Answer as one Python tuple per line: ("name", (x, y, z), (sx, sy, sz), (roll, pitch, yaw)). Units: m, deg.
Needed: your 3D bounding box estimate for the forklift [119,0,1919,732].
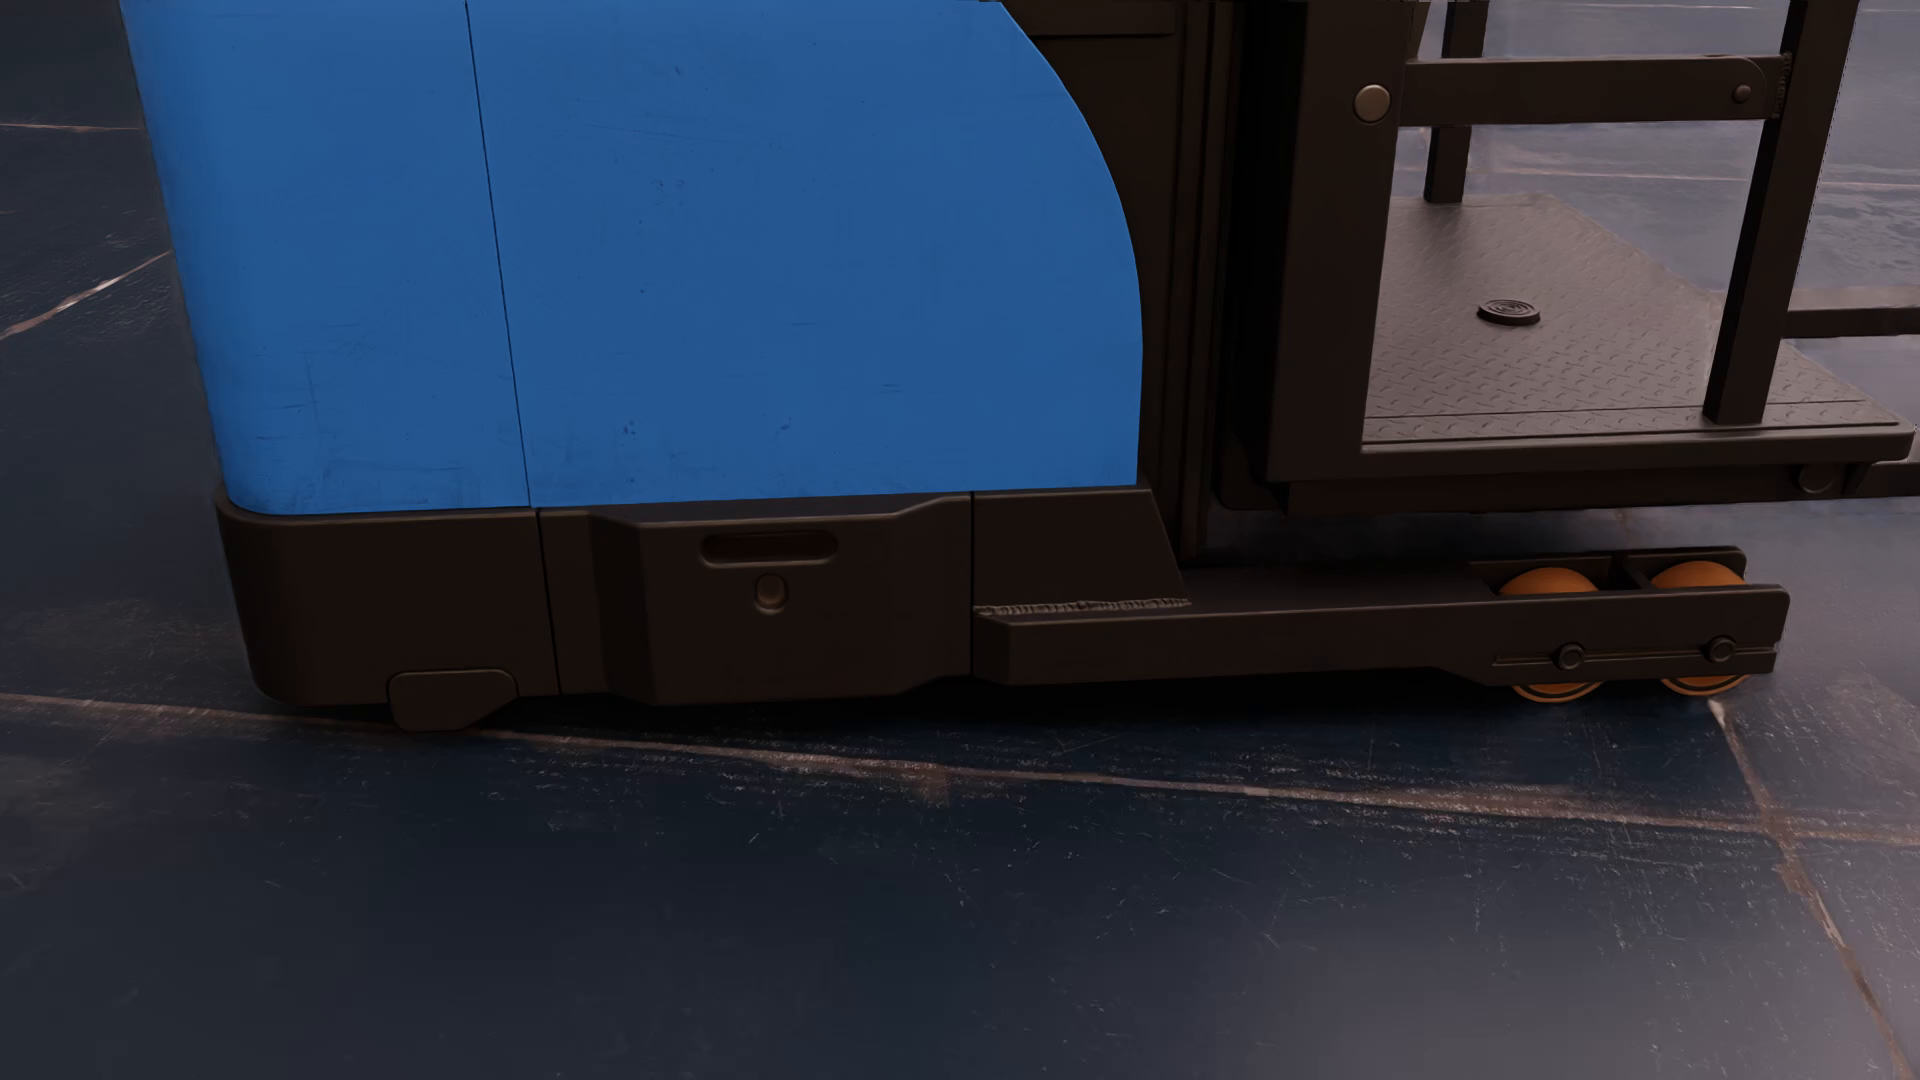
("forklift", (0.610, -1.341, 1.905), (3.031, 2.935, 1.130), (-2, 27, -5))
